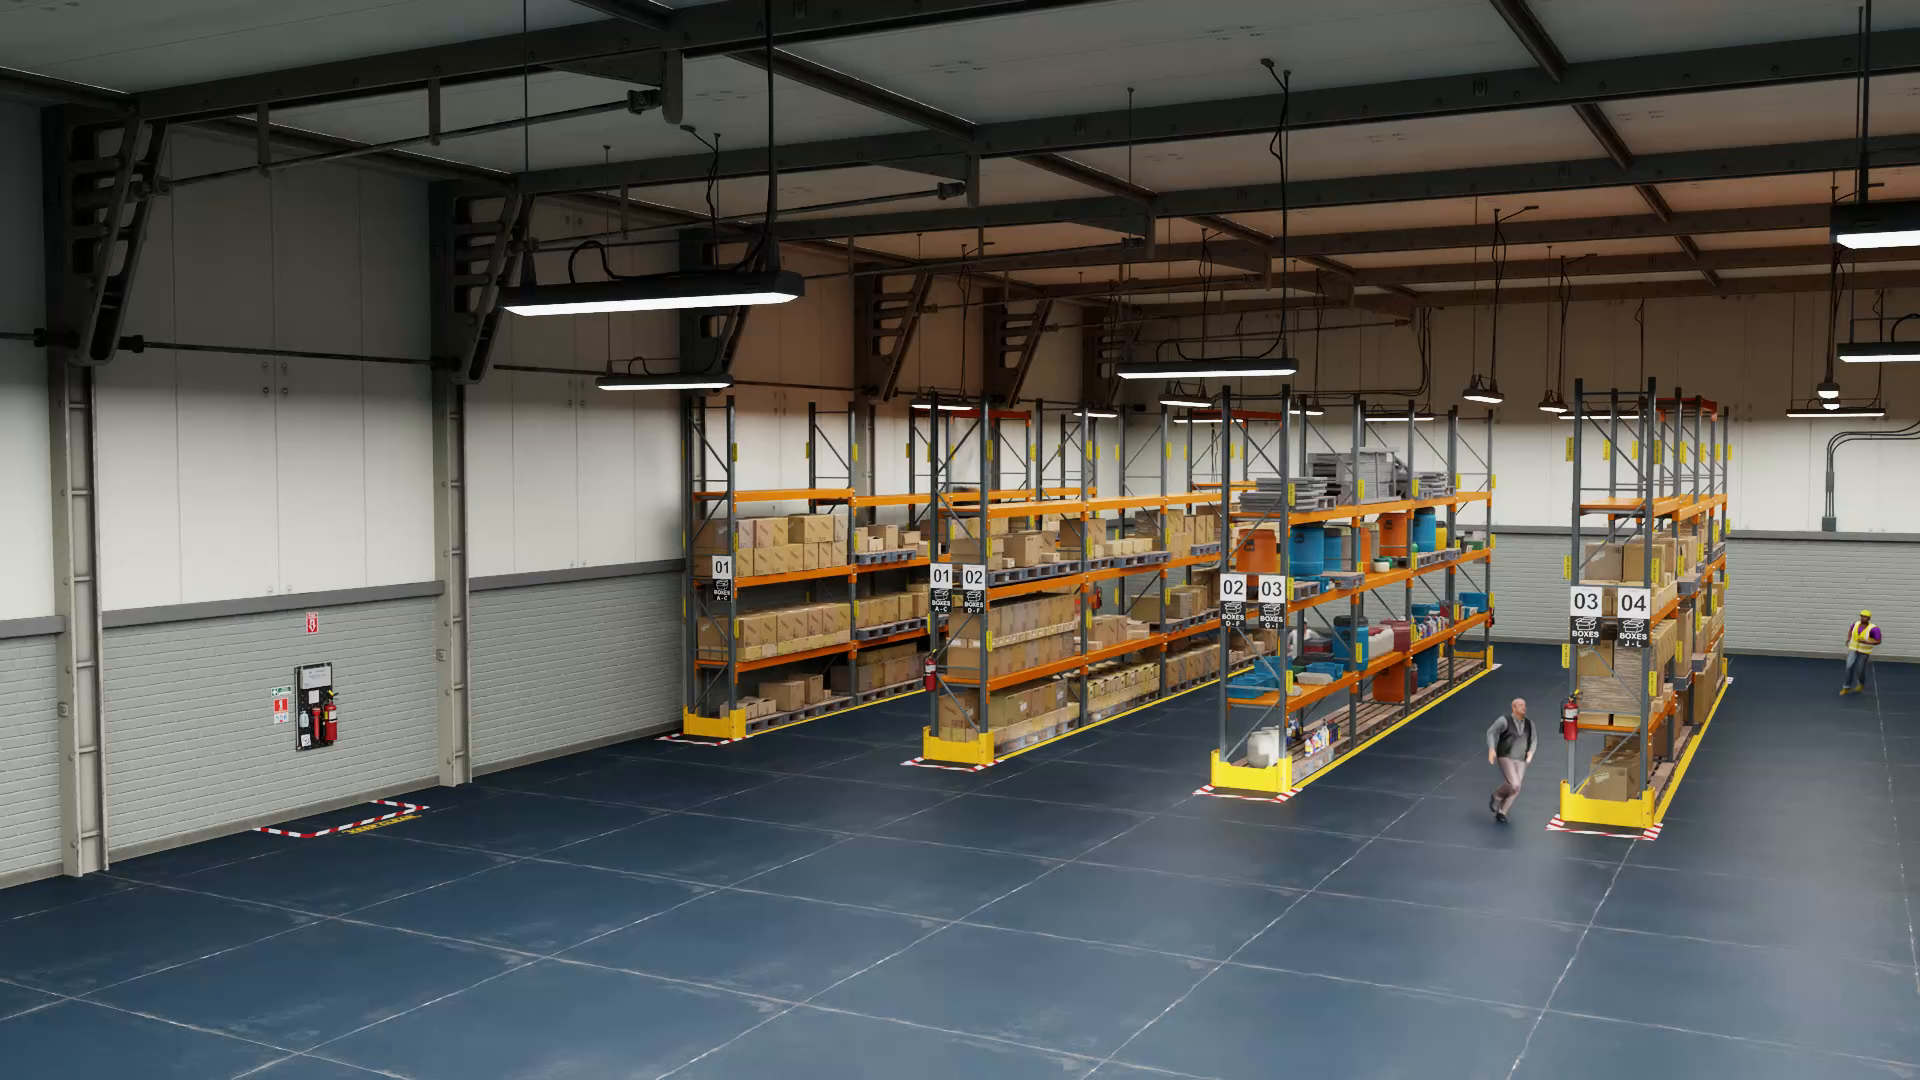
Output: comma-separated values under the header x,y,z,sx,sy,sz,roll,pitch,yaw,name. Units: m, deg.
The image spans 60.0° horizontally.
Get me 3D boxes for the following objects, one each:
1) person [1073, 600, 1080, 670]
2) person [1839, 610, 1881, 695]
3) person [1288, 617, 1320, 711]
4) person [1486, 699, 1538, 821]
x,y,z,sx,sy,sz,roll,pitch,yaw,name
2.525,2.207,36.053,0.632,1.824,0.705,1,3,20,person
18.655,2.261,34.335,0.828,1.652,0.705,-3,4,-42,person
6.665,2.400,32.482,0.664,1.852,0.775,2,3,28,person
7.543,2.989,22.554,0.677,1.654,0.548,0,3,-8,person
